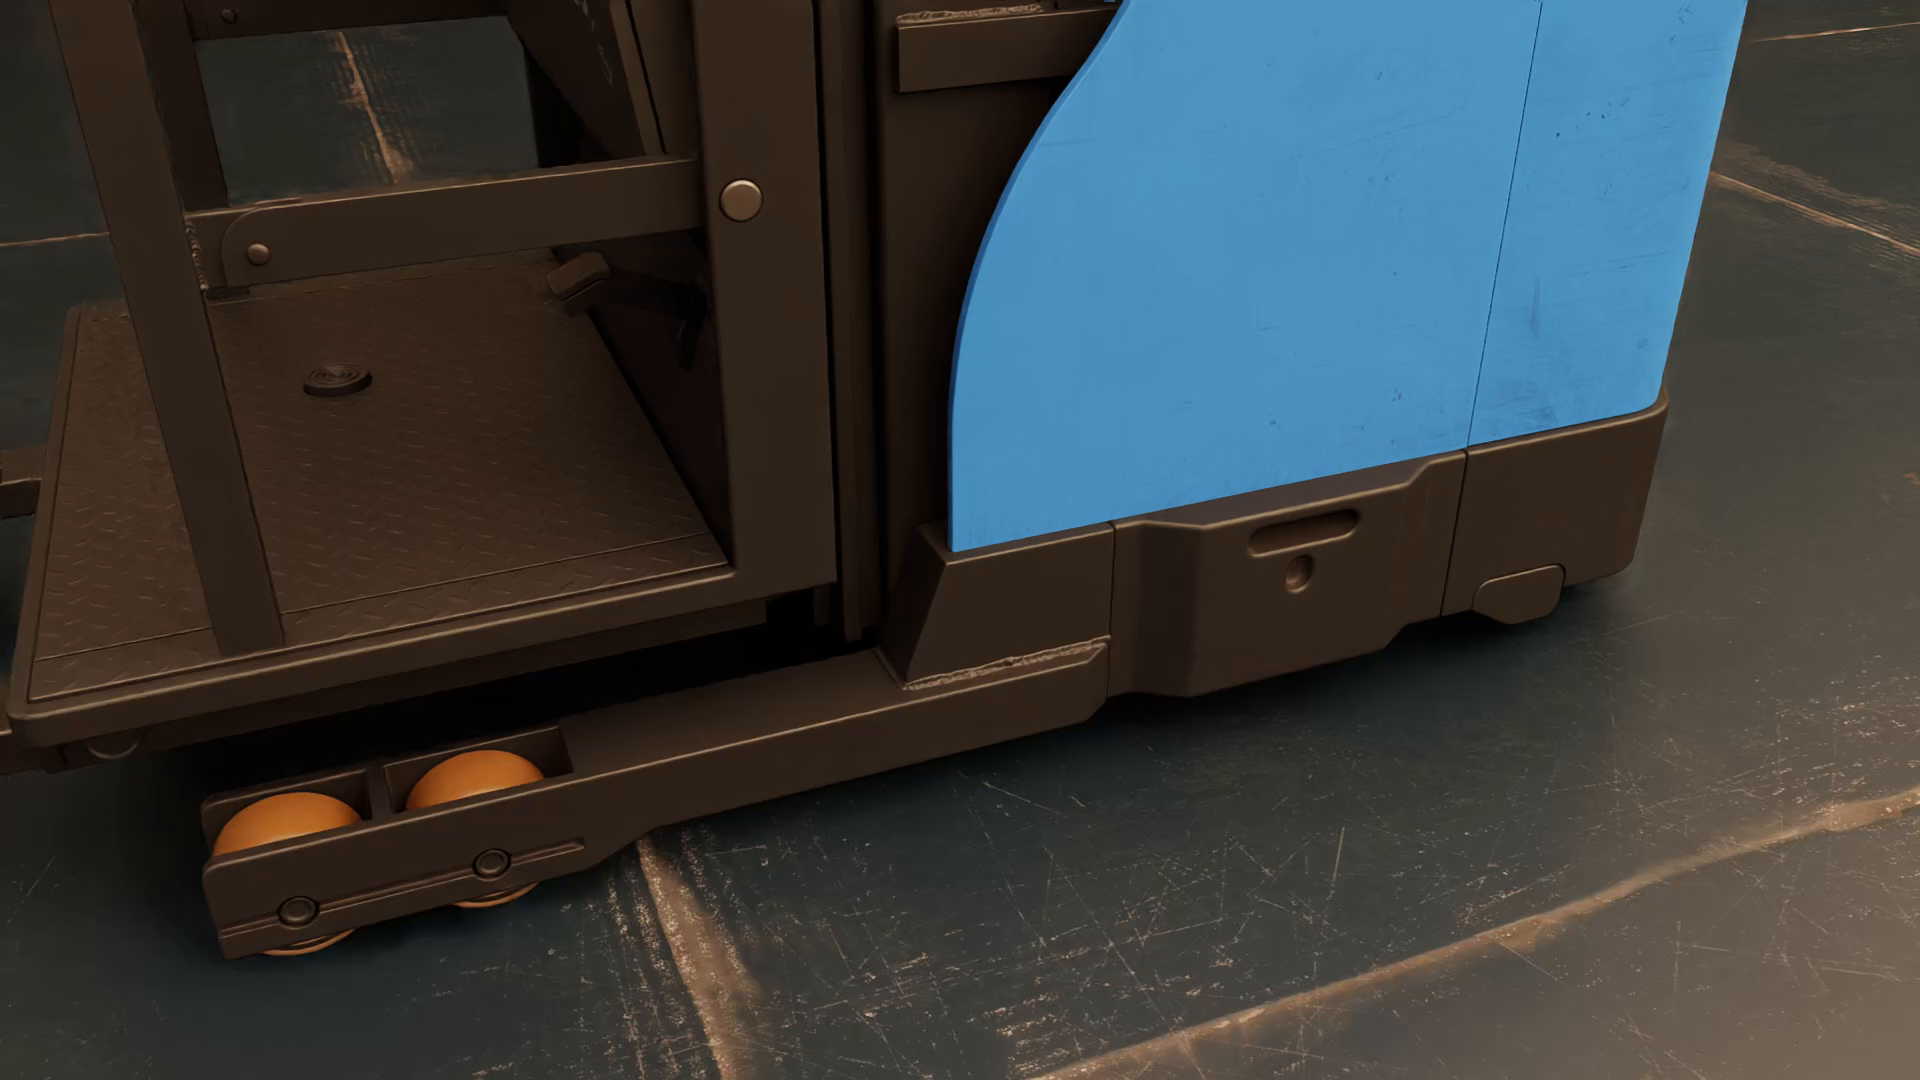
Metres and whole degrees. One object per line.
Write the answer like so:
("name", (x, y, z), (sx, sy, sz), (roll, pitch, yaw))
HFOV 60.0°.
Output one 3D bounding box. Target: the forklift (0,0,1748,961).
("forklift", (-0.622, -1.137, 1.535), (3.031, 2.935, 1.130), (-11, 32, -19))
